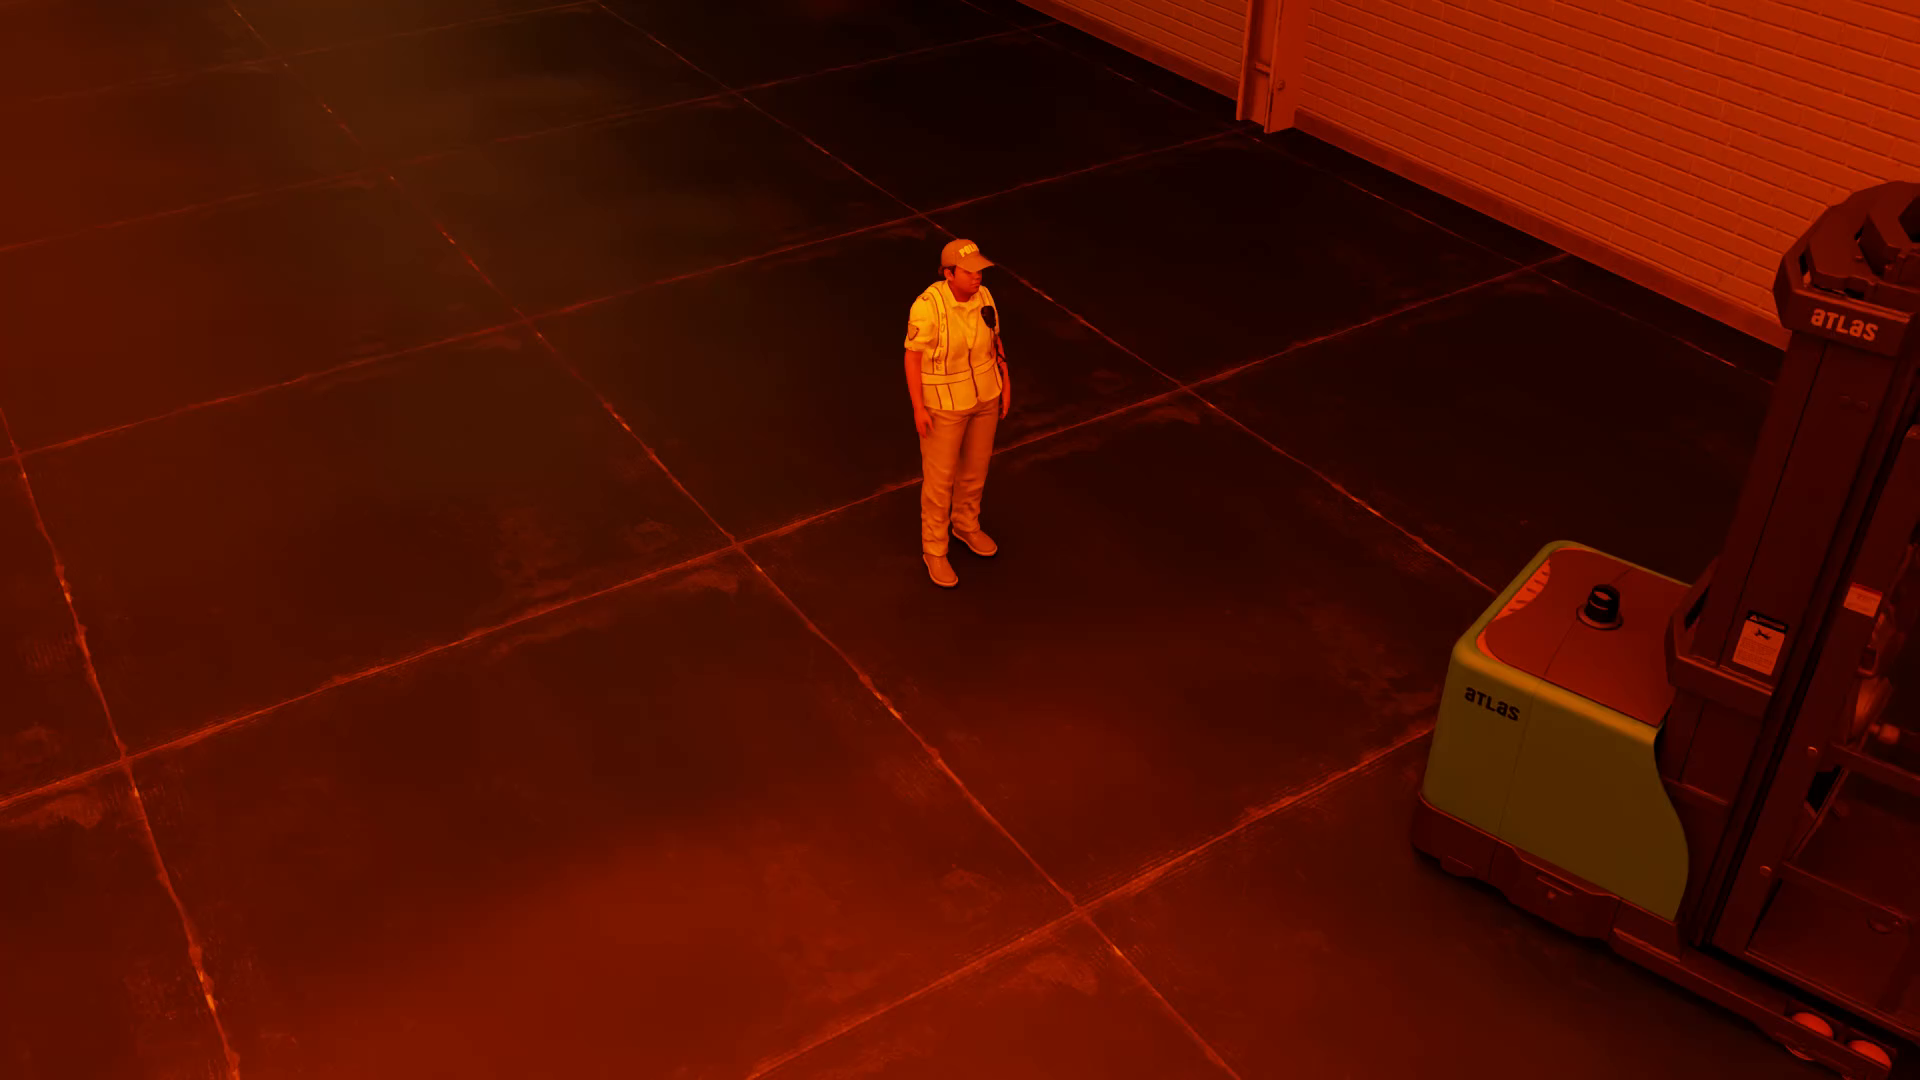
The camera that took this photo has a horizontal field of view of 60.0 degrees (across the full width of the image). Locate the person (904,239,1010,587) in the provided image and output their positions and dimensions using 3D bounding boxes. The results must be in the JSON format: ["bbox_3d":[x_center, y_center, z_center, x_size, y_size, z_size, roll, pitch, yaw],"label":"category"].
[{"bbox_3d":[0.022,-0.643,8.151,0.598,1.670,0.529,-21,40,-27],"label":"person"}]

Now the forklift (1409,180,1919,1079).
[{"bbox_3d":[3.310,0.404,5.572,3.031,2.935,1.130,25,42,31],"label":"forklift"}]
